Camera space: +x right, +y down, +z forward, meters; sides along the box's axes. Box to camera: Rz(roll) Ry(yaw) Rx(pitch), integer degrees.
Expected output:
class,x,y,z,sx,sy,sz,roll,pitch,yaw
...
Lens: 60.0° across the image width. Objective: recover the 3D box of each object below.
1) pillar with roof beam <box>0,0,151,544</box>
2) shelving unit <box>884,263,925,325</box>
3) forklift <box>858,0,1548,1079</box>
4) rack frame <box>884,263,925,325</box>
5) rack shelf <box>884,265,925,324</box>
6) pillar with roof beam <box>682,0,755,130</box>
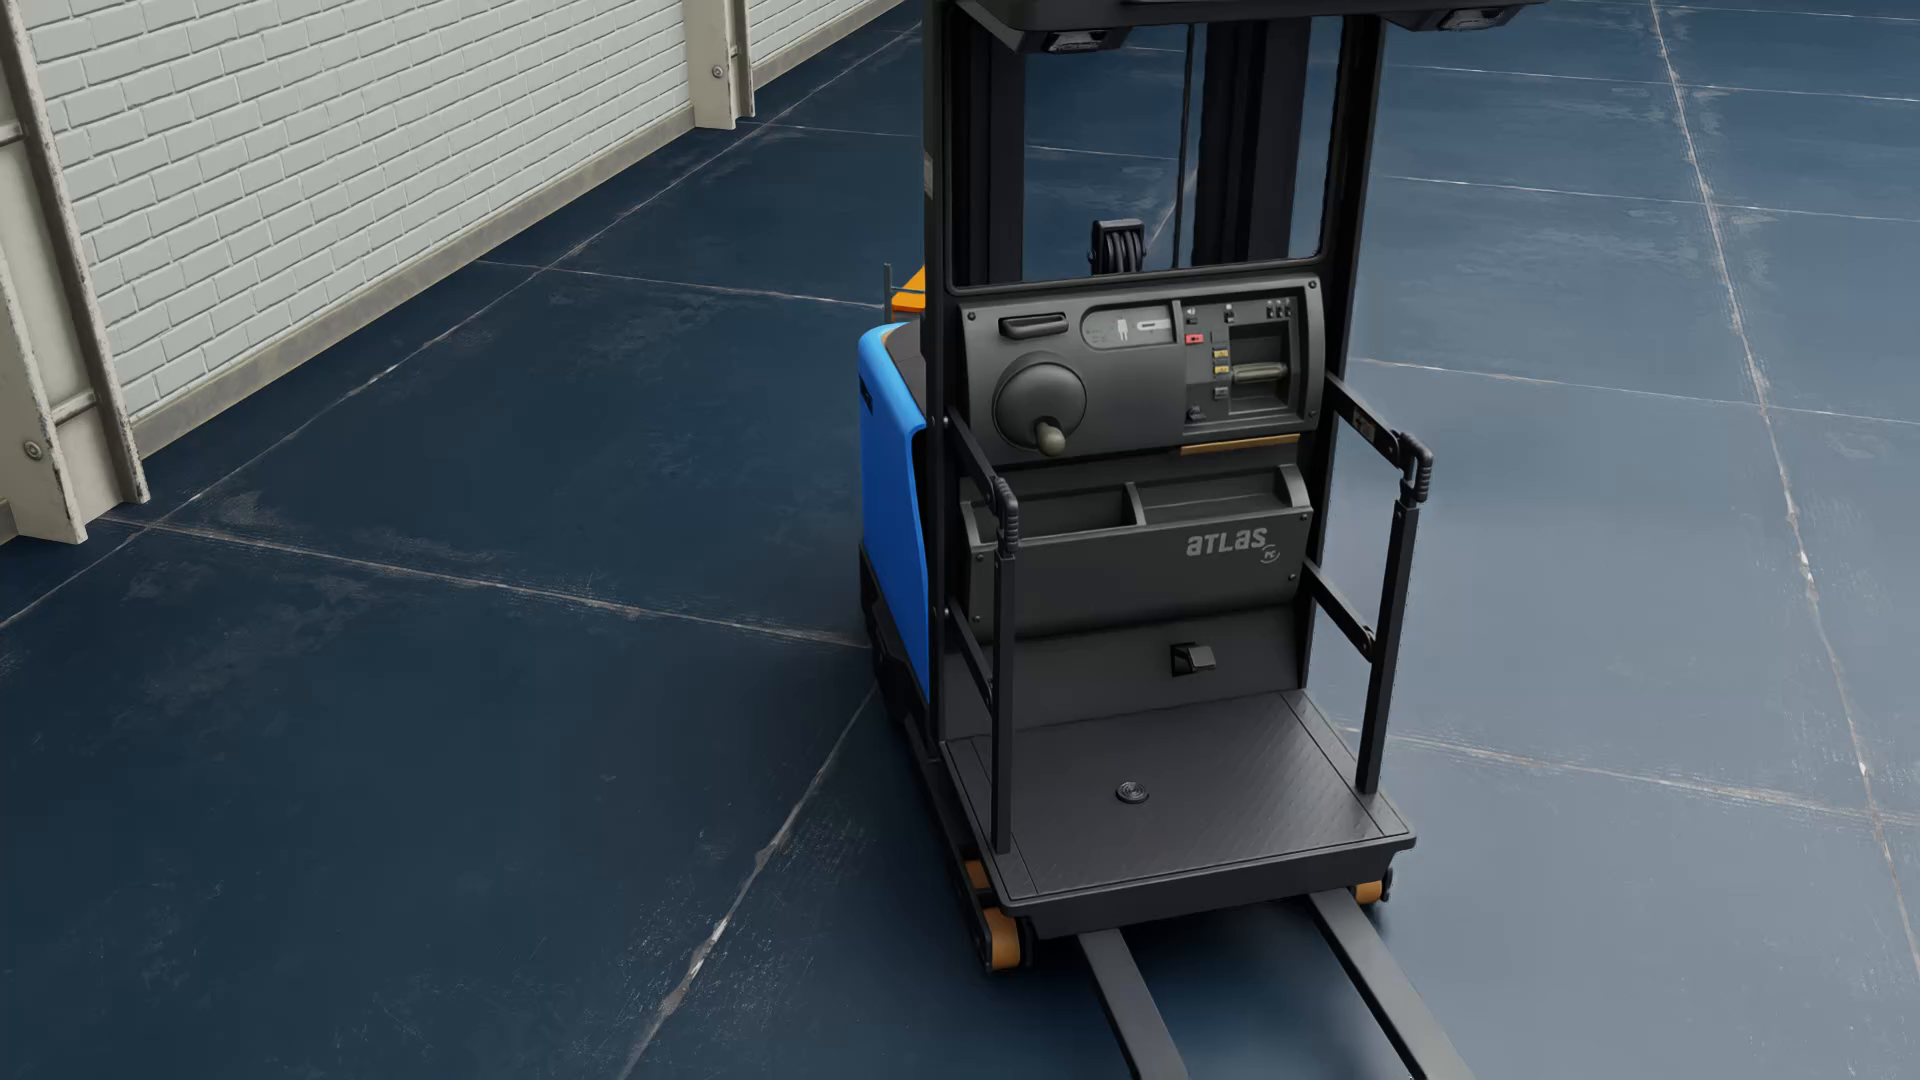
class,x,y,z,sx,sy,sz,roll,pitch,yaw
pillar with roof beam,0.727,-3.415,3.132,9.100,9.000,0.400,8,30,15
shelving unit,-0.058,-0.466,5.853,0.258,1.200,0.503,9,30,15
forklift,0.515,-0.385,3.926,1.130,2.935,3.031,-7,30,-12
rack frame,-0.131,-0.353,5.650,0.240,1.200,0.015,9,30,15
rack shelf,-0.058,-0.809,5.662,0.258,0.148,0.480,9,30,15
pillar with roof beam,2.489,-6.203,8.144,9.100,9.000,0.400,8,30,15
